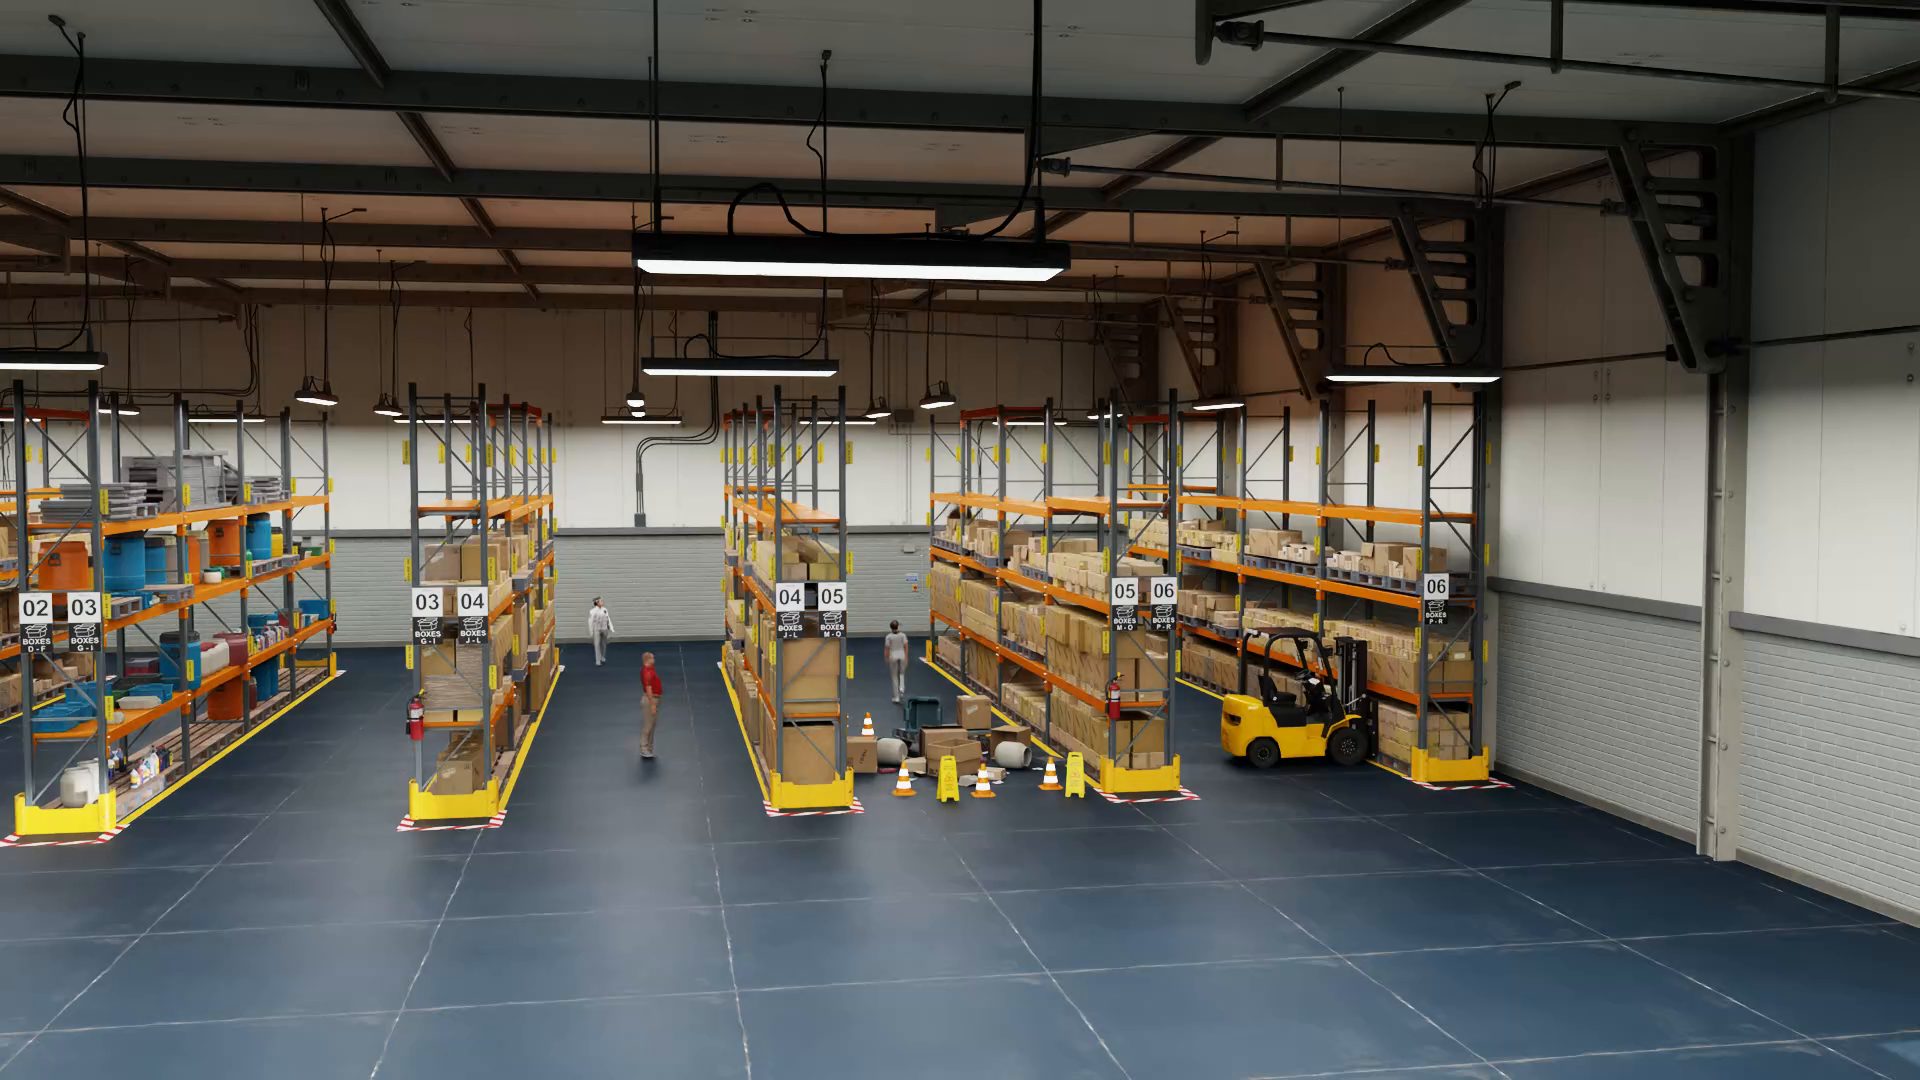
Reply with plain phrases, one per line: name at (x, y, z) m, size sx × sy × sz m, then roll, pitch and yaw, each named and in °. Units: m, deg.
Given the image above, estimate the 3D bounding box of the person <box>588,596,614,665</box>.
person at (-8.576, 2.145, 39.754) m, size 0.600 × 1.628 × 0.993 m, roll -1°, pitch 3°, yaw -15°

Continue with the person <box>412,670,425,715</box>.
person at (-10.404, 2.558, 32.290) m, size 0.443 × 1.629 × 0.673 m, roll 0°, pitch 3°, yaw 8°

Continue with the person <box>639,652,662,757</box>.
person at (-5.156, 2.750, 27.682) m, size 0.397 × 1.767 × 0.680 m, roll -1°, pitch 3°, yaw -11°

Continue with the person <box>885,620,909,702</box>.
person at (-1.294, 2.442, 33.794) m, size 0.468 × 1.652 × 0.542 m, roll -1°, pitch 3°, yaw -16°
